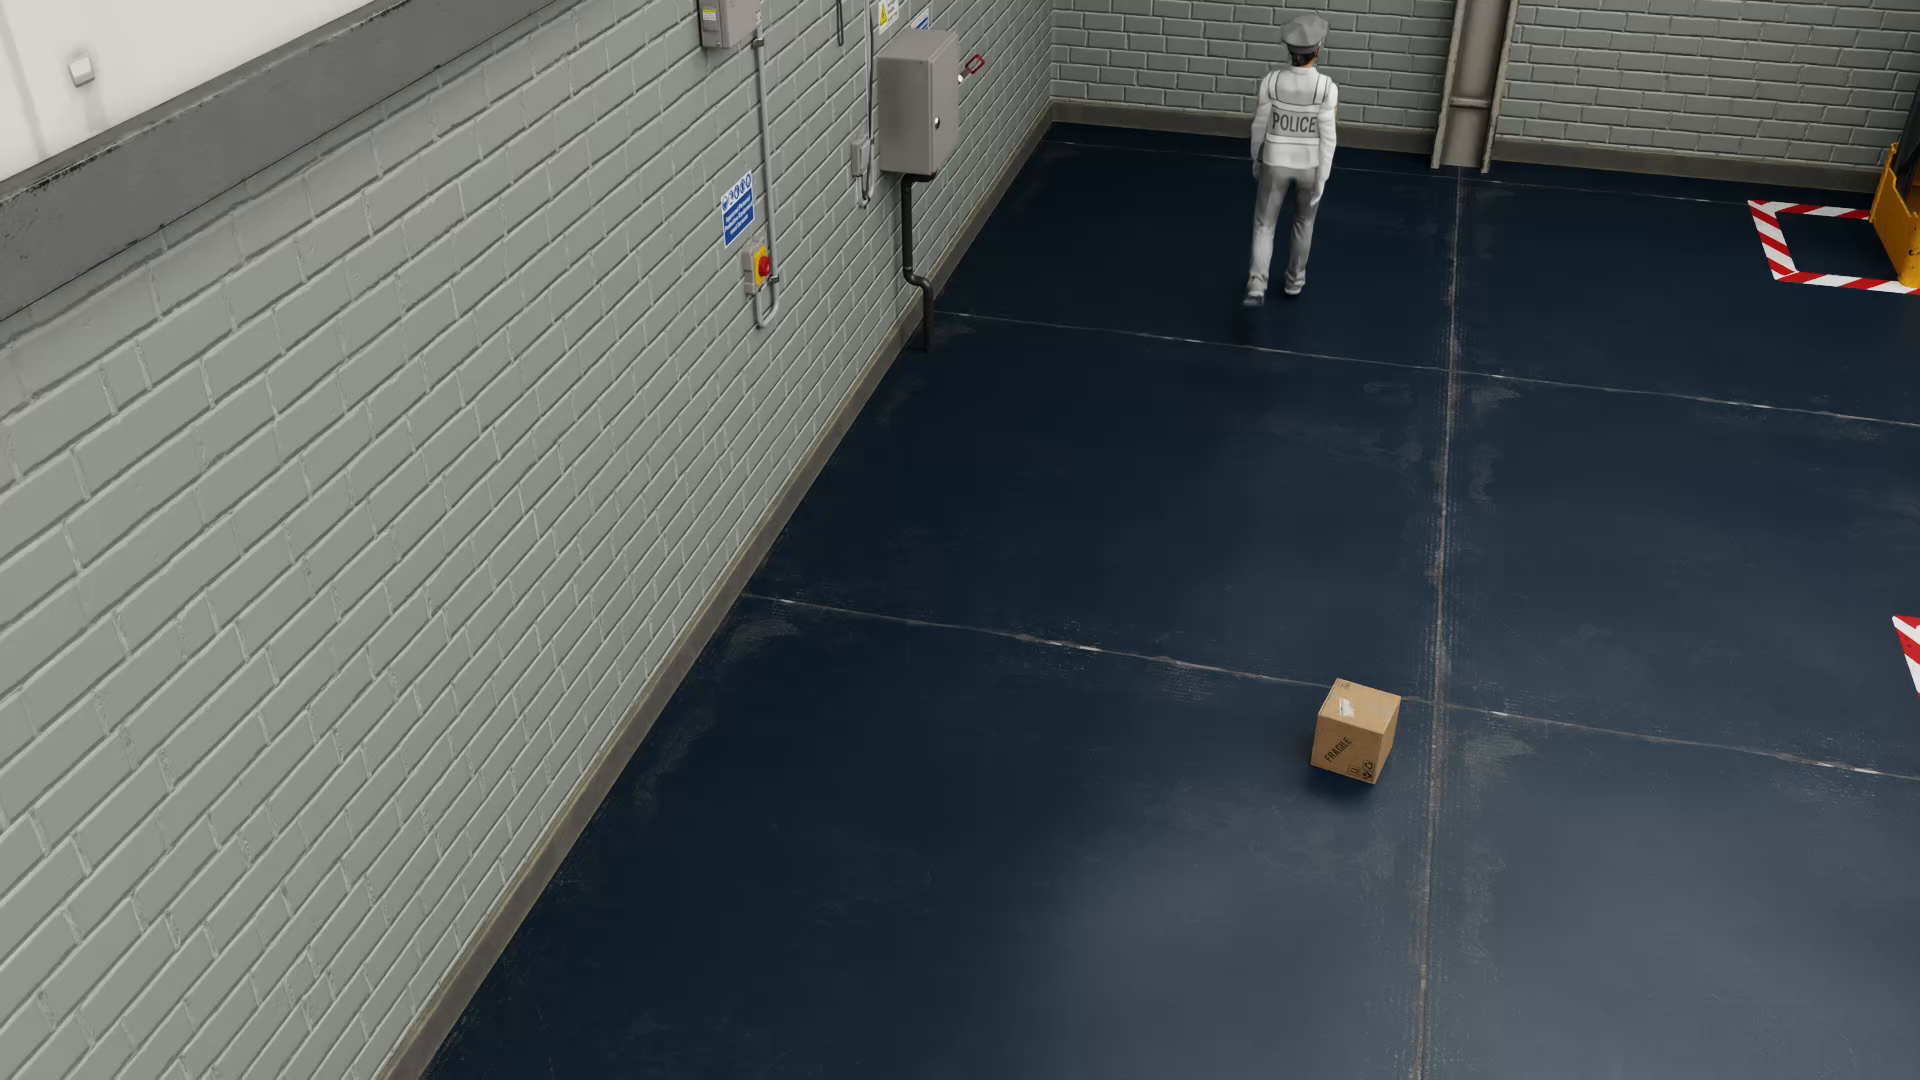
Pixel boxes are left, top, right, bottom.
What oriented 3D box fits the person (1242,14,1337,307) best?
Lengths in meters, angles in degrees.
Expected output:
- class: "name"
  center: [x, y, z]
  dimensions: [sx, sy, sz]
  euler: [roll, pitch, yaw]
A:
- class: "person"
  center: [1.845, -2.087, 9.305]
  dimensions: [0.480, 1.657, 0.820]
  euler: [9, 34, 13]
